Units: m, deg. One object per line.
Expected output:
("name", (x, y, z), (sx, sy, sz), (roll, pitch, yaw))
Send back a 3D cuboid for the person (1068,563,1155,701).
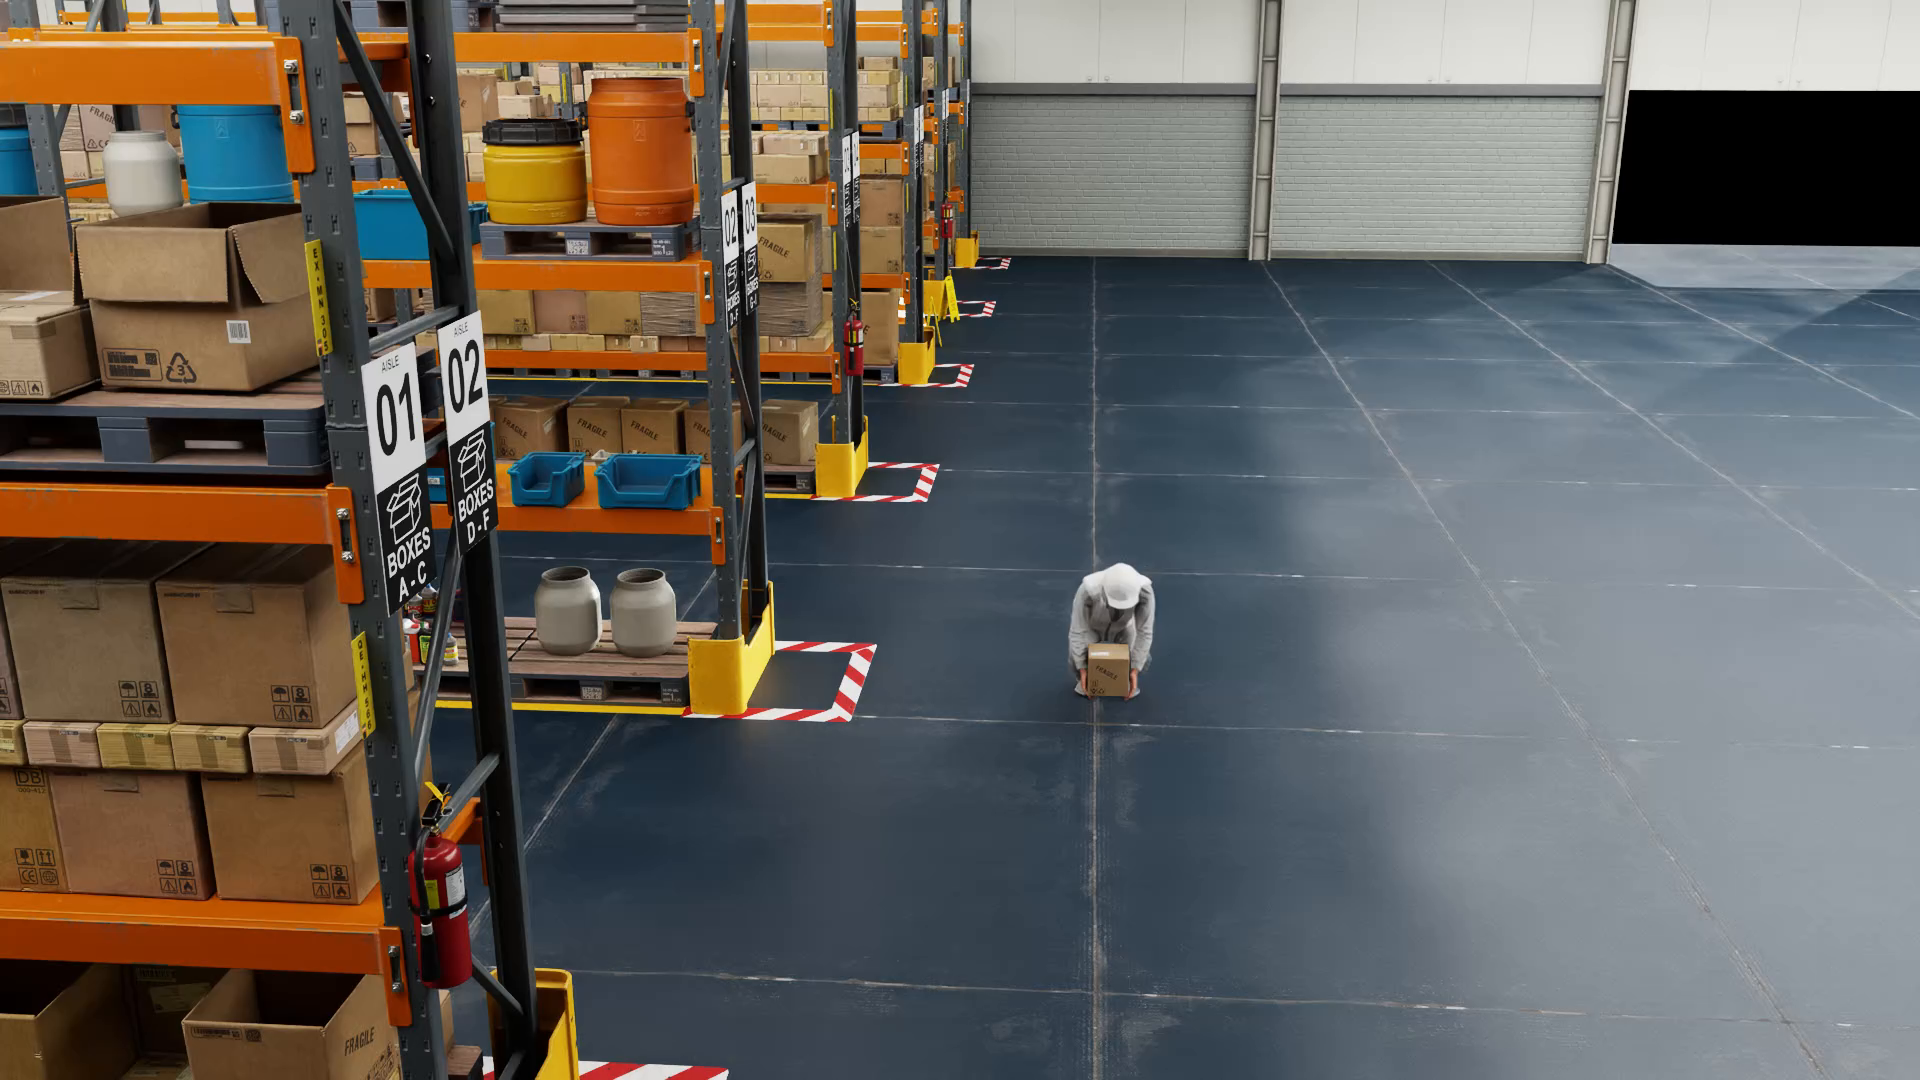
("person", (0.961, 0.540, 10.579), (0.535, 1.007, 0.864), (1, 17, 4))
